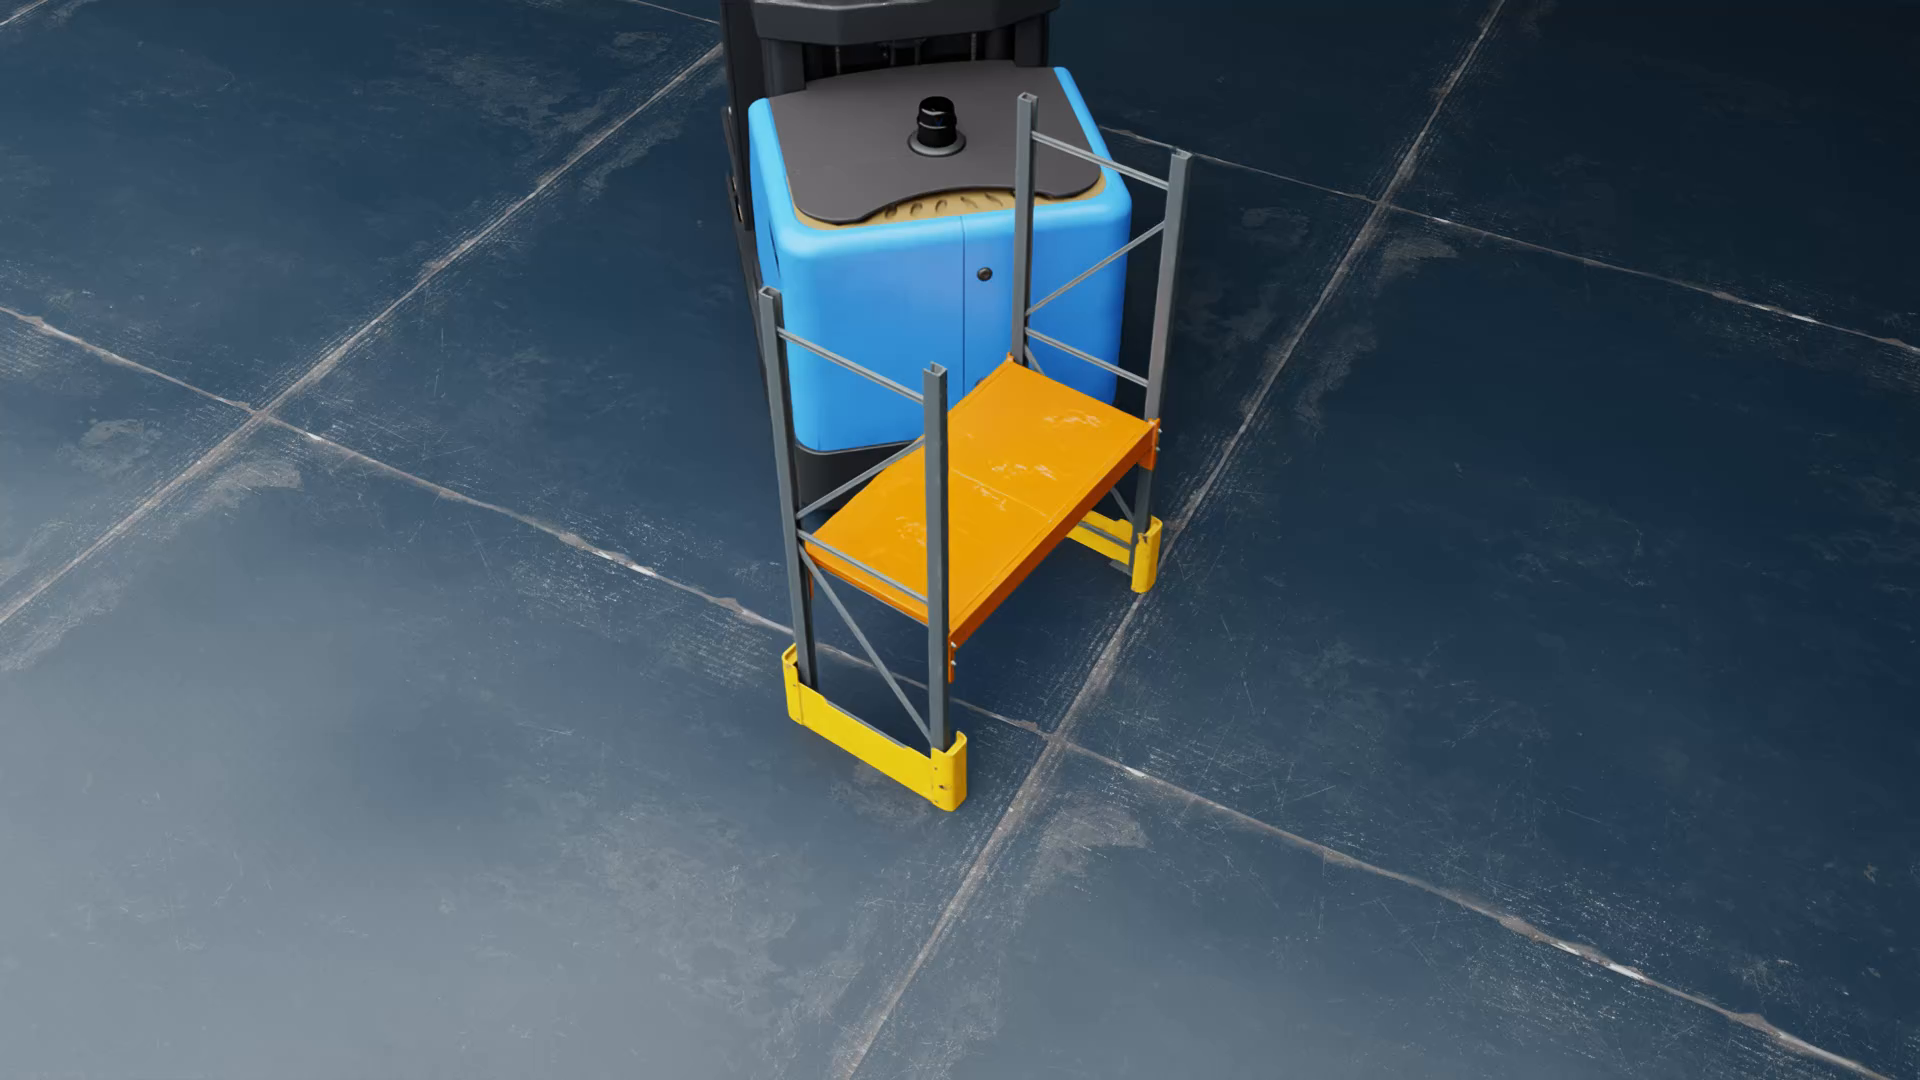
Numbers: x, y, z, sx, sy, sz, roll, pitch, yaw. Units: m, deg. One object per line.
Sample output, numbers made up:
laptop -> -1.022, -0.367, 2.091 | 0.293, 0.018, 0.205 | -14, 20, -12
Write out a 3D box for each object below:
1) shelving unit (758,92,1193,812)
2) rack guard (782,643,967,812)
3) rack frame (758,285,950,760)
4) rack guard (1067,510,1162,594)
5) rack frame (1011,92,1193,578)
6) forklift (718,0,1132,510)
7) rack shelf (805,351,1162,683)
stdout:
shelving unit -> 0.056, -0.216, 4.409 | 0.587, 1.500, 1.083 | 27, 51, 24
rack guard -> -0.236, 0.511, 4.570 | 0.587, 0.250, 0.087 | 27, 51, 24
rack frame -> -0.237, 0.072, 4.124 | 0.500, 1.500, 0.032 | 27, 51, 24
rack guard -> 0.348, -0.063, 5.137 | 0.587, 0.250, 0.087 | 27, 51, 24
rack frame -> 0.359, -0.514, 4.703 | 0.500, 1.500, 0.032 | 27, 51, 24
forklift -> -0.294, -2.189, 5.353 | 1.130, 2.935, 3.031 | -8, 46, -8
rack shelf -> 0.061, -0.094, 4.542 | 0.538, 0.185, 1.000 | 27, 51, 24
